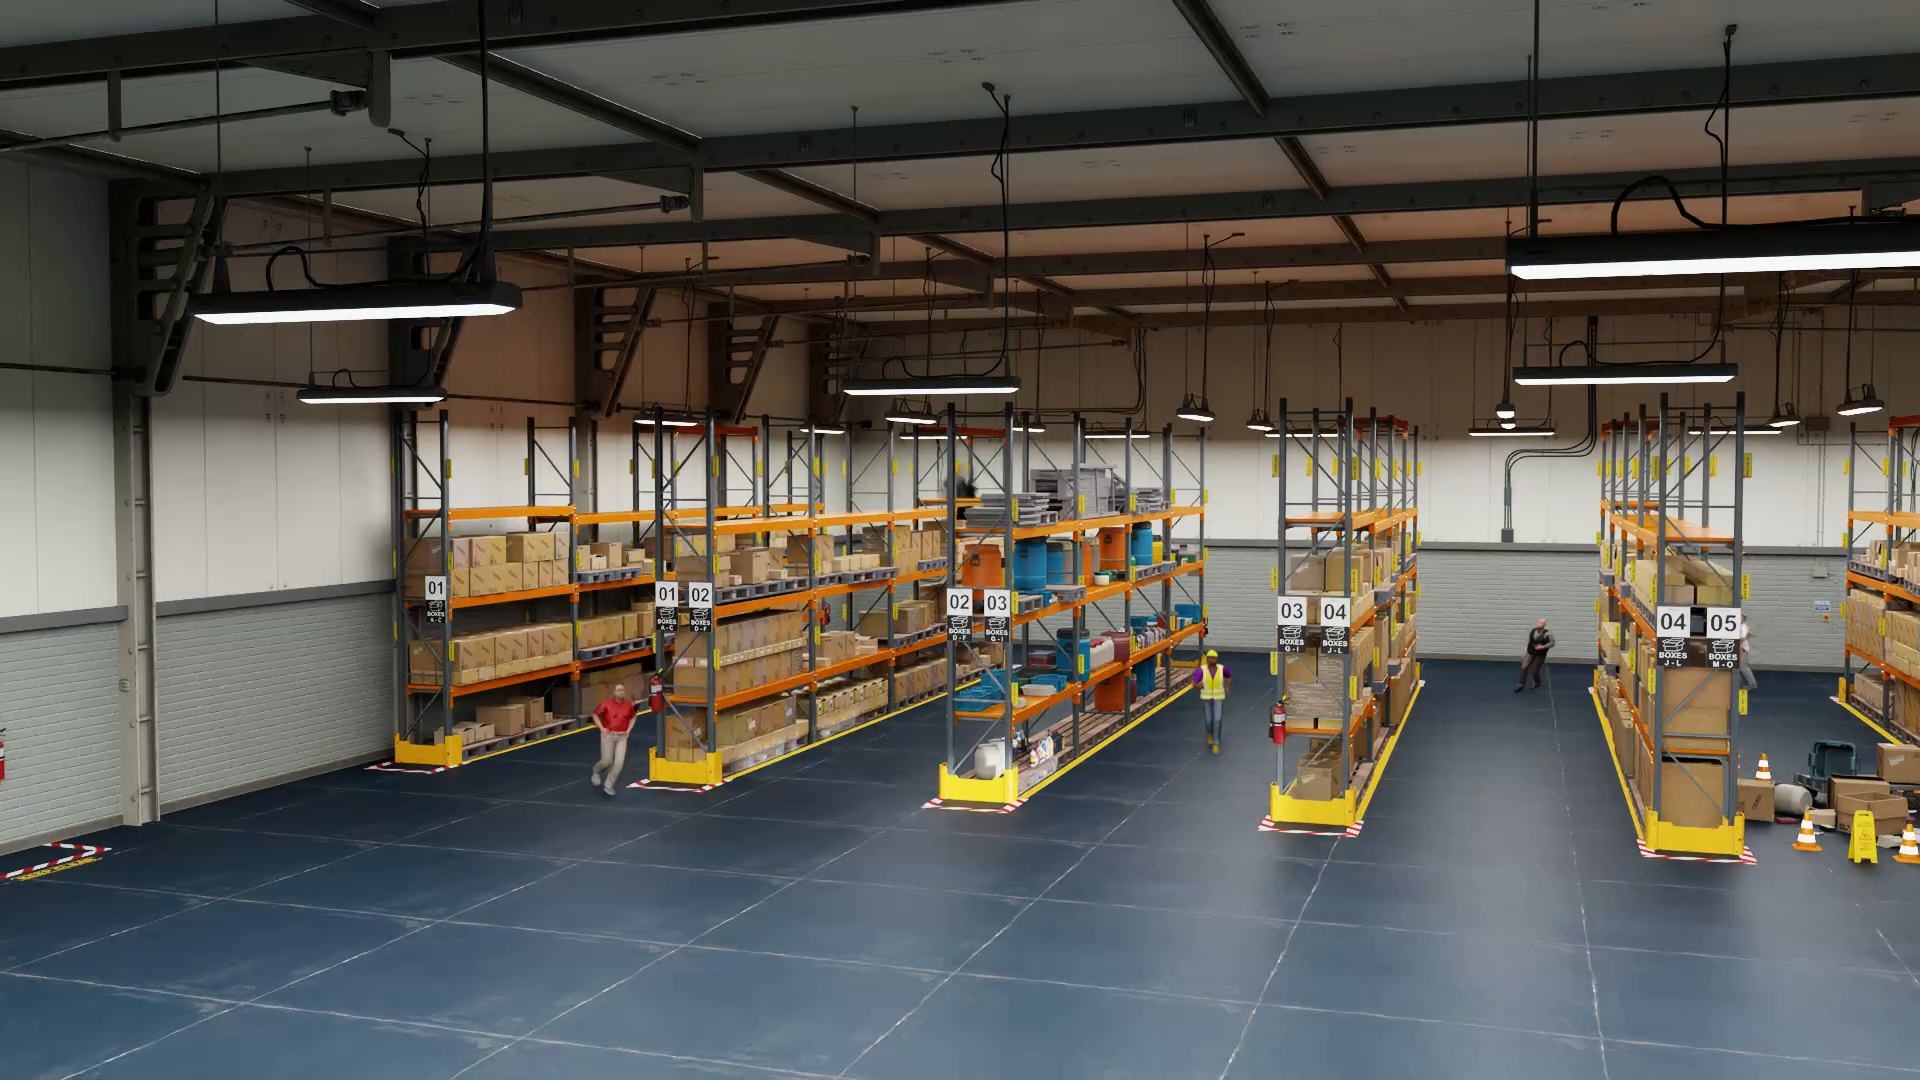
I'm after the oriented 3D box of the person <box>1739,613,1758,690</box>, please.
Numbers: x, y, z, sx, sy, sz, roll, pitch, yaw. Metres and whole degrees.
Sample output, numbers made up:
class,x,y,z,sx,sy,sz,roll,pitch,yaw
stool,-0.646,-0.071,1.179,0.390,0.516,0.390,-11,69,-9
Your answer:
class,x,y,z,sx,sy,sz,roll,pitch,yaw
person,17.528,2.526,37.405,0.762,1.847,0.631,0,2,11

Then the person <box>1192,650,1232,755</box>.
class,x,y,z,sx,sy,sz,roll,pitch,yaw
person,4.469,2.839,29.501,0.694,1.788,0.957,0,2,9

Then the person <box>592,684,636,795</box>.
class,x,y,z,sx,sy,sz,roll,pitch,yaw
person,-5.362,3.042,25.820,0.676,1.631,0.601,-1,3,-30

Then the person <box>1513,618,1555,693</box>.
class,x,y,z,sx,sy,sz,roll,pitch,yaw
person,12.916,2.582,37.178,0.773,1.675,0.852,2,3,45
